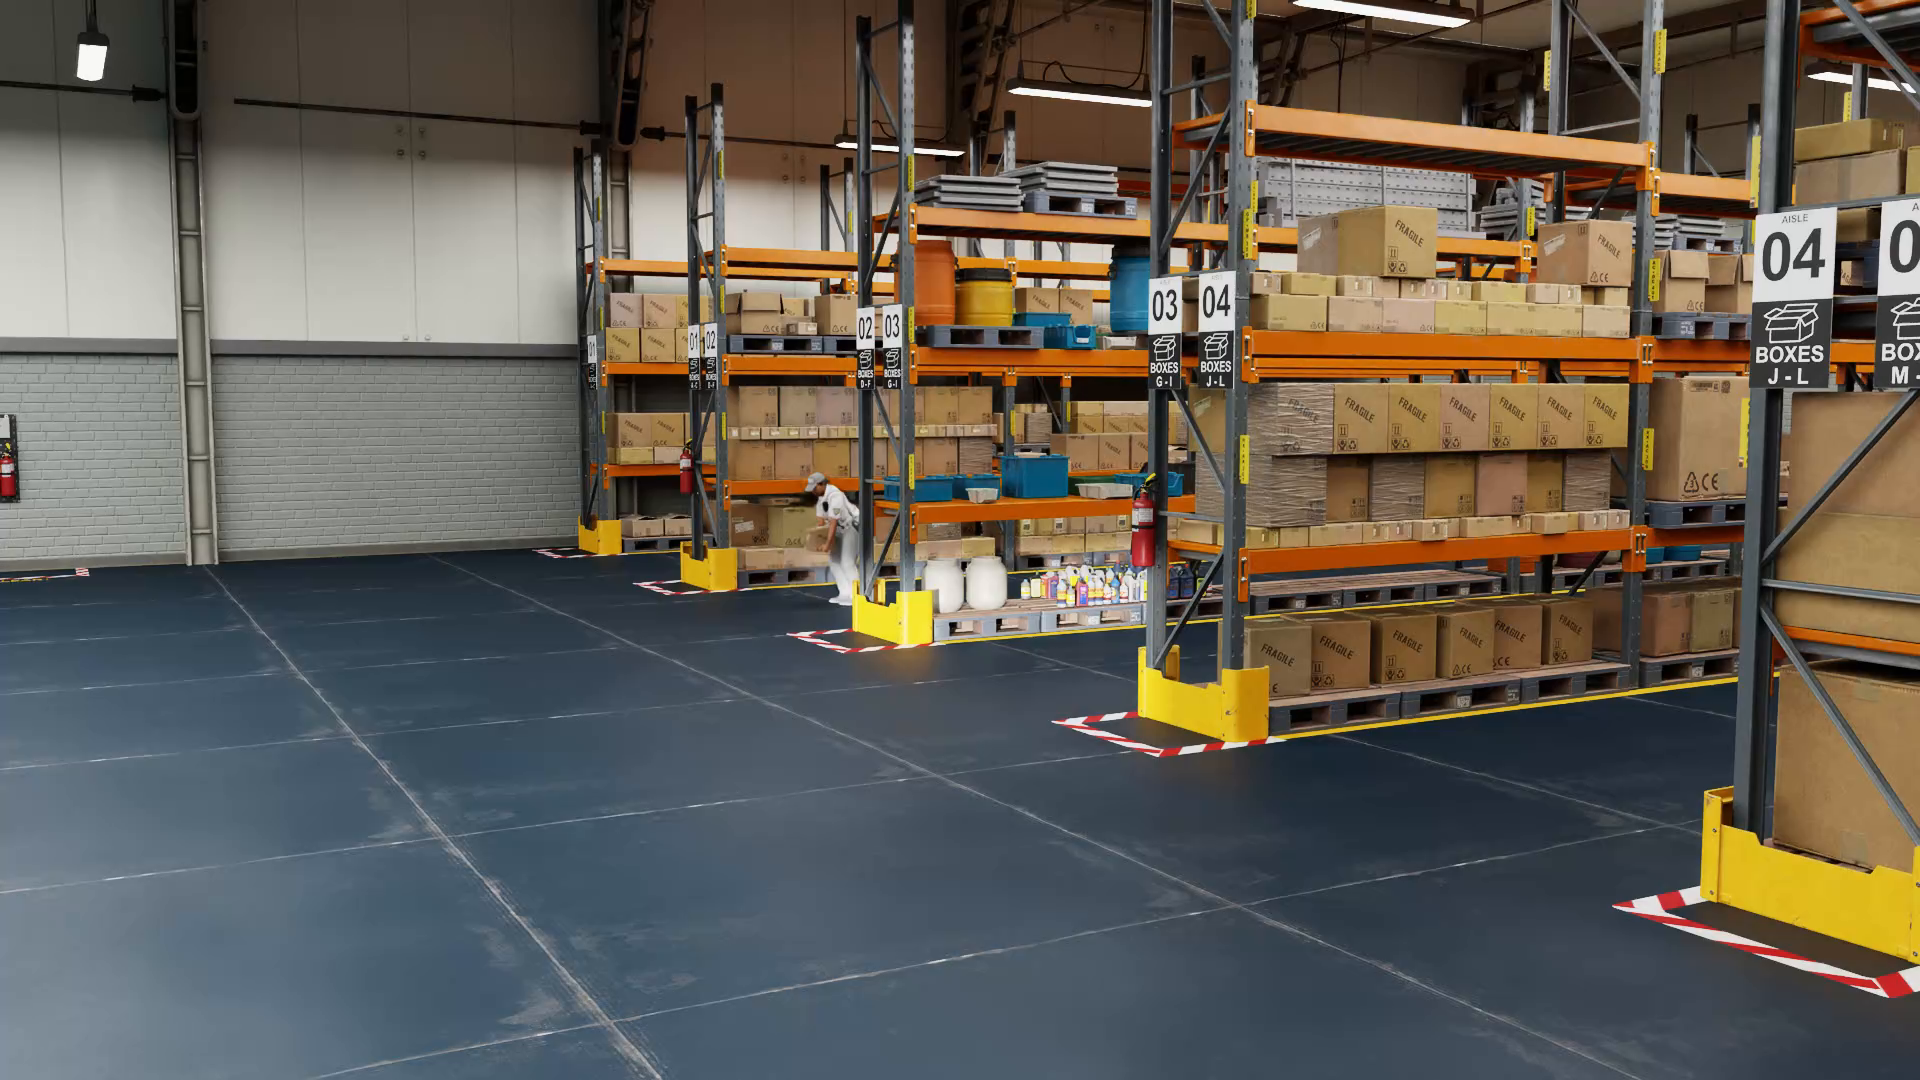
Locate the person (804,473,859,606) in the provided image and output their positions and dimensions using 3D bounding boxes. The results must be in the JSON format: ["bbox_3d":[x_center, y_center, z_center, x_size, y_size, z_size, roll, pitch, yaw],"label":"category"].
[{"bbox_3d":[-1.398,-0.016,18.678,0.774,1.493,0.456,-3,6,-30],"label":"person"}]
